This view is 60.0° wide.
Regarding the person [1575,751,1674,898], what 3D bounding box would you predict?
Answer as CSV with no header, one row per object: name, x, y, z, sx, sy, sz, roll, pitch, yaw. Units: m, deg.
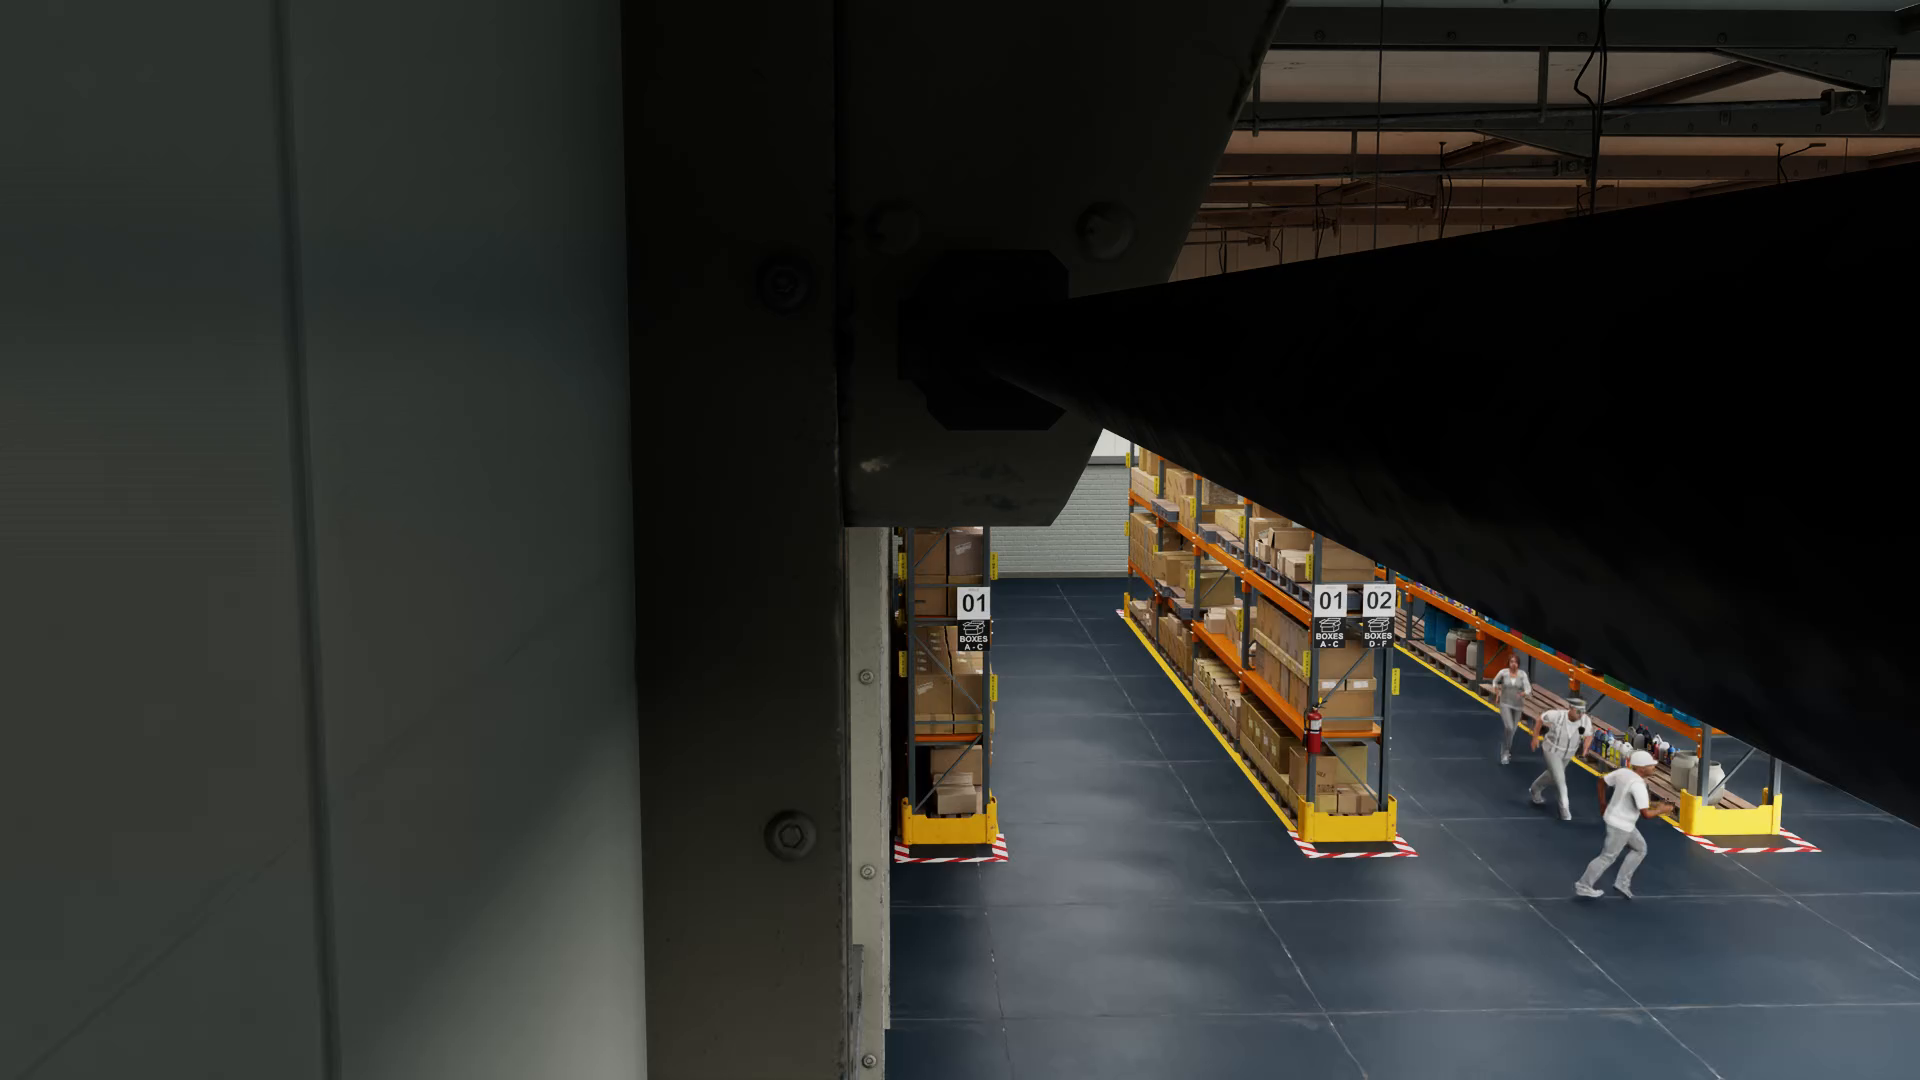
person,7.318,3.162,18.329,0.979,1.739,0.705,1,7,11

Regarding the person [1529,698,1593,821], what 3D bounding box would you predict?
person,7.800,2.766,21.687,0.672,1.592,1.092,-1,7,-9

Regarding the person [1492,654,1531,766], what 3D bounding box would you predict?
person,8.018,2.460,24.171,0.490,1.617,0.690,0,7,3
